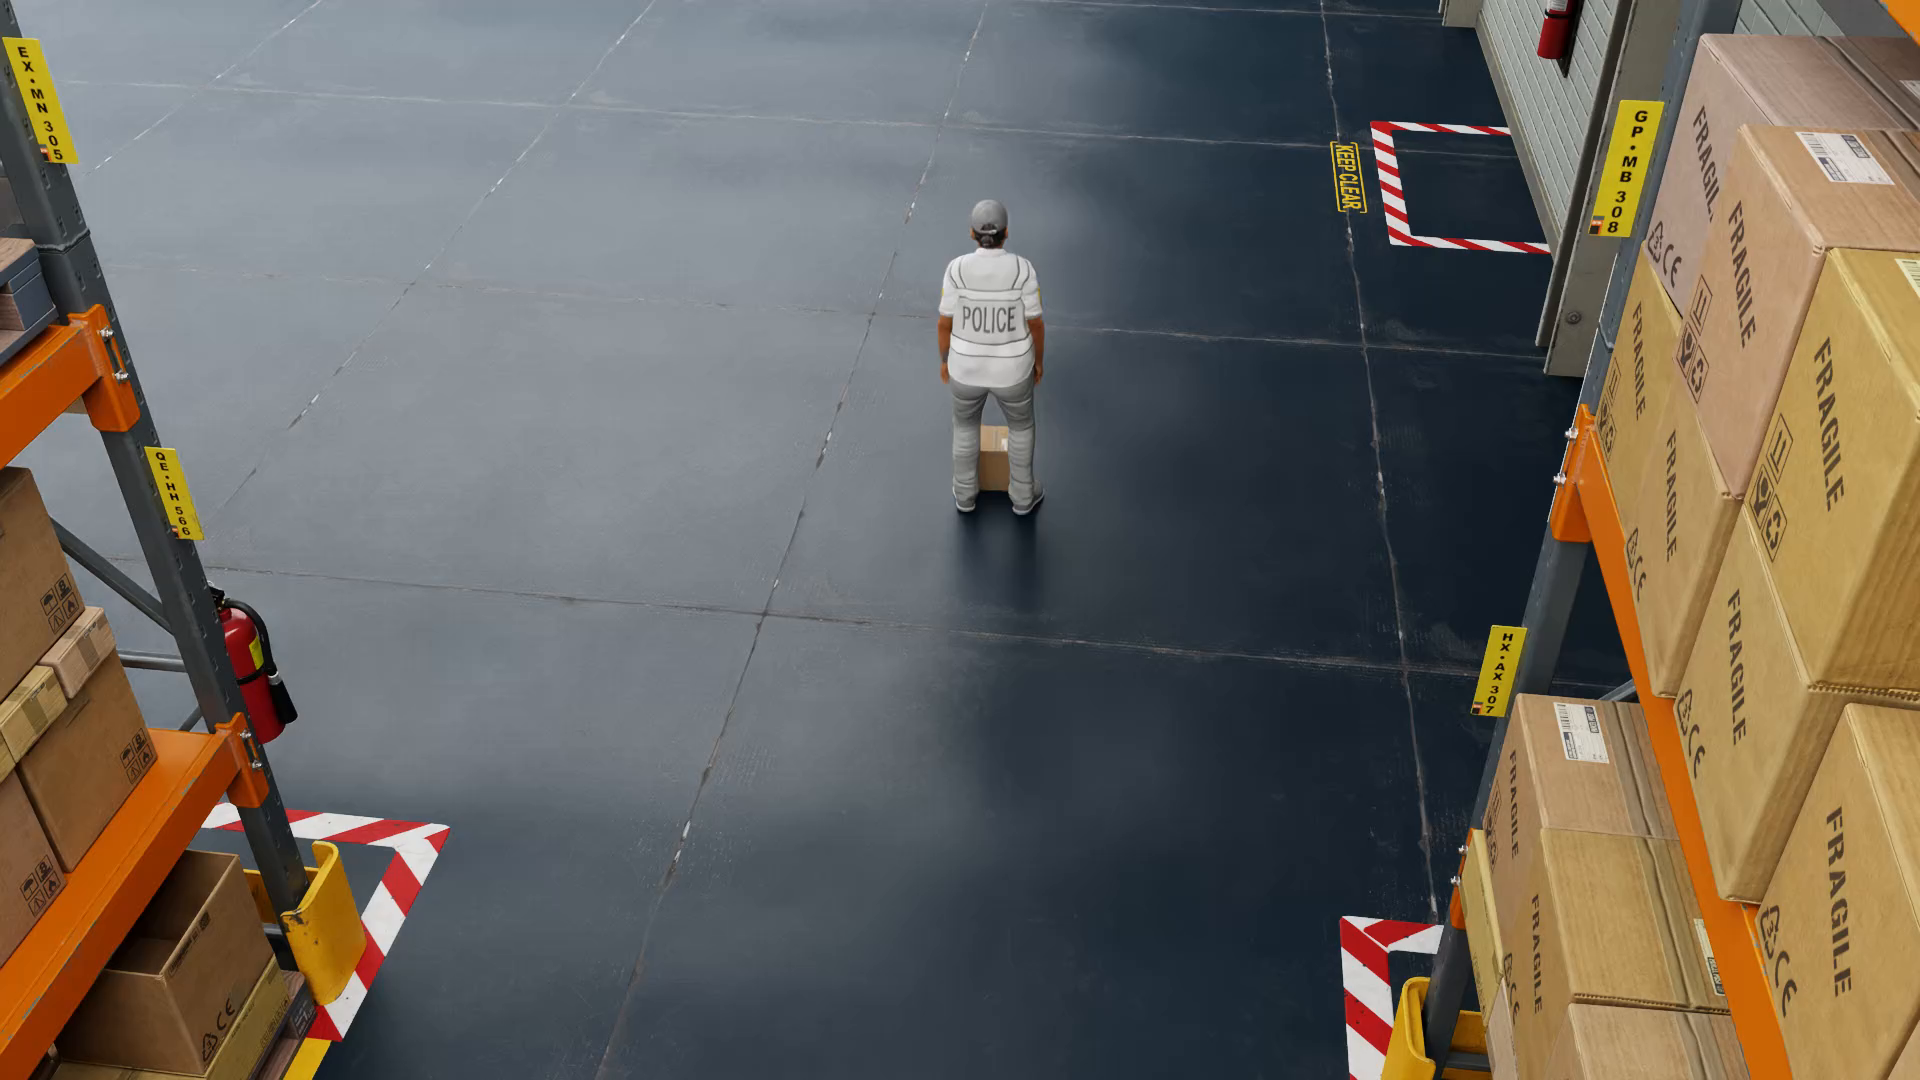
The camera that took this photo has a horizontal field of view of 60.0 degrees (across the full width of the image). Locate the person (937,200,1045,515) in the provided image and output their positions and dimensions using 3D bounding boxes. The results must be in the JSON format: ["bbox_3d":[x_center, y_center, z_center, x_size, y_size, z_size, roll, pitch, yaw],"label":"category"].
[{"bbox_3d":[0.166,-0.877,8.226,0.547,1.664,0.458,3,36,4],"label":"person"}]
